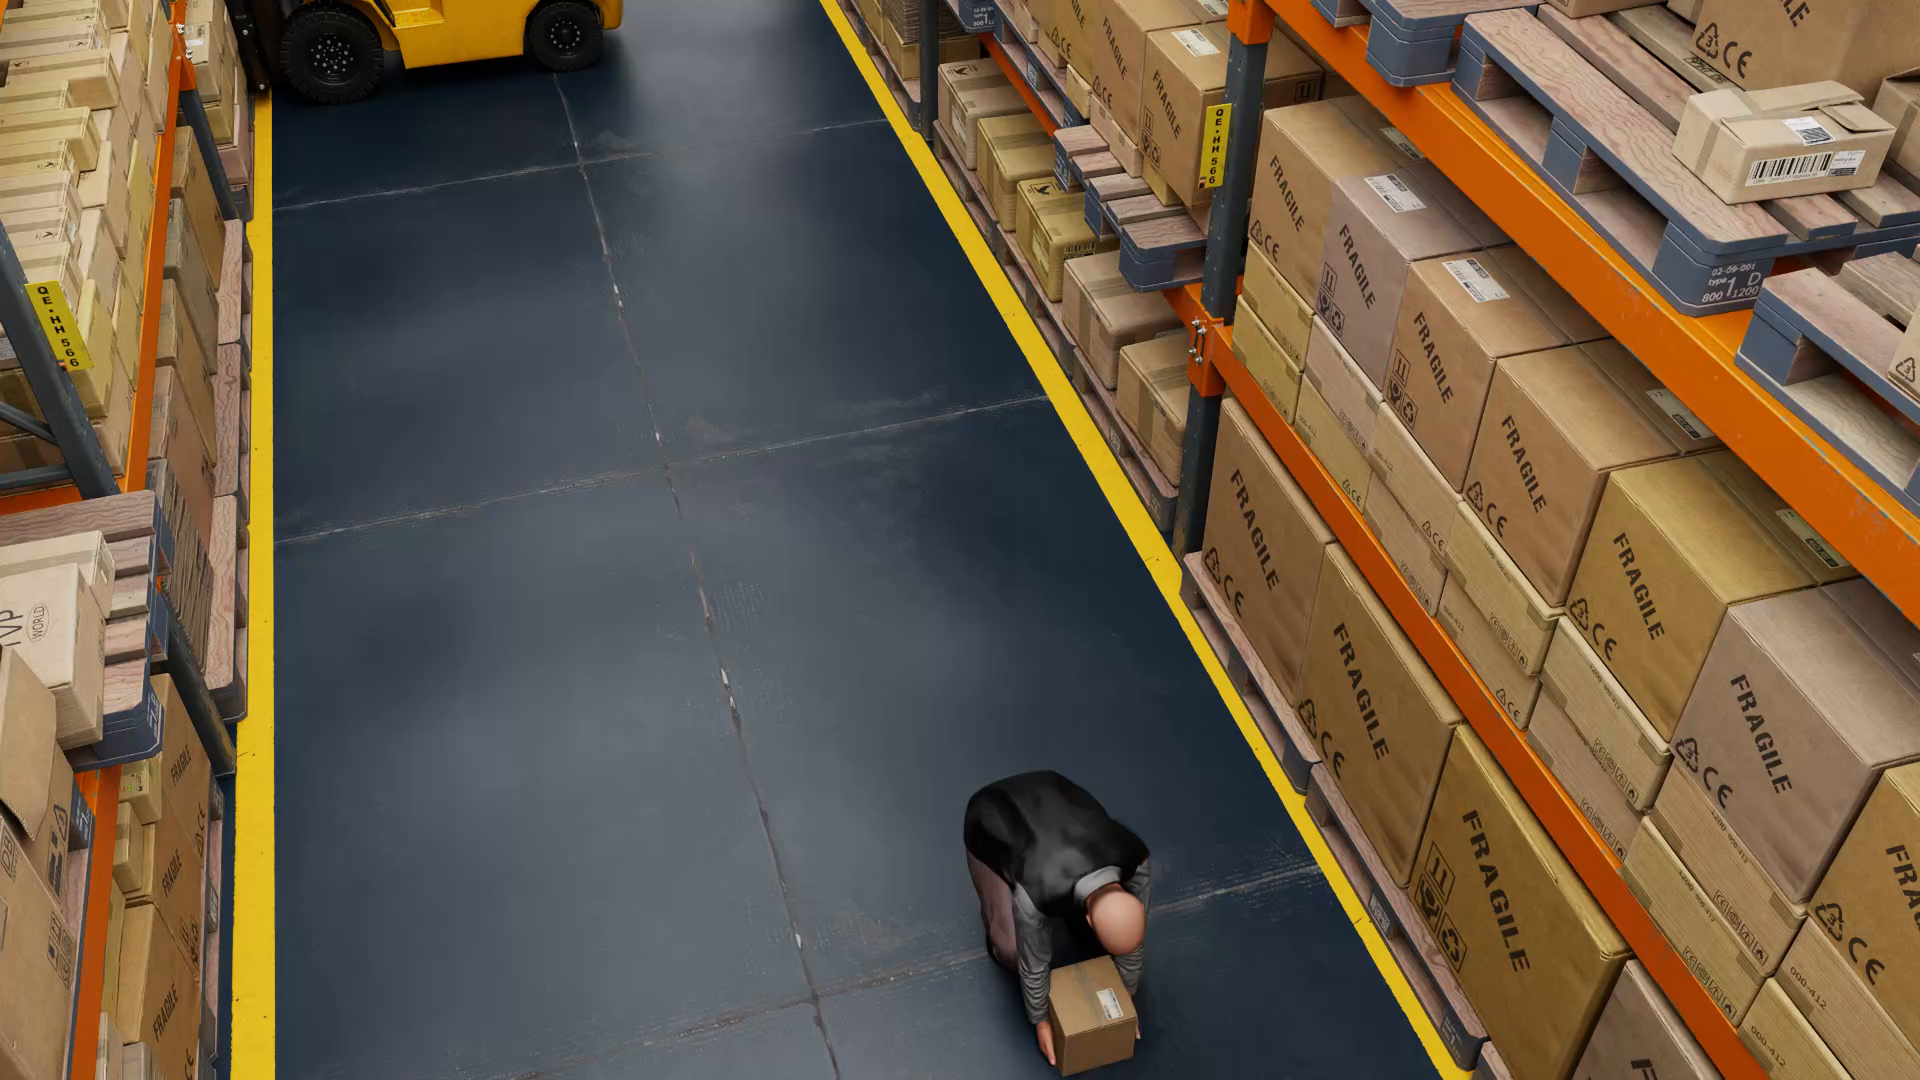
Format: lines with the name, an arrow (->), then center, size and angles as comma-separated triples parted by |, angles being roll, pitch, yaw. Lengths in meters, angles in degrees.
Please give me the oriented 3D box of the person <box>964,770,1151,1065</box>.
person -> 0.335, 1.205, 5.592 | 0.528, 0.828, 0.897 | -12, 43, -13
